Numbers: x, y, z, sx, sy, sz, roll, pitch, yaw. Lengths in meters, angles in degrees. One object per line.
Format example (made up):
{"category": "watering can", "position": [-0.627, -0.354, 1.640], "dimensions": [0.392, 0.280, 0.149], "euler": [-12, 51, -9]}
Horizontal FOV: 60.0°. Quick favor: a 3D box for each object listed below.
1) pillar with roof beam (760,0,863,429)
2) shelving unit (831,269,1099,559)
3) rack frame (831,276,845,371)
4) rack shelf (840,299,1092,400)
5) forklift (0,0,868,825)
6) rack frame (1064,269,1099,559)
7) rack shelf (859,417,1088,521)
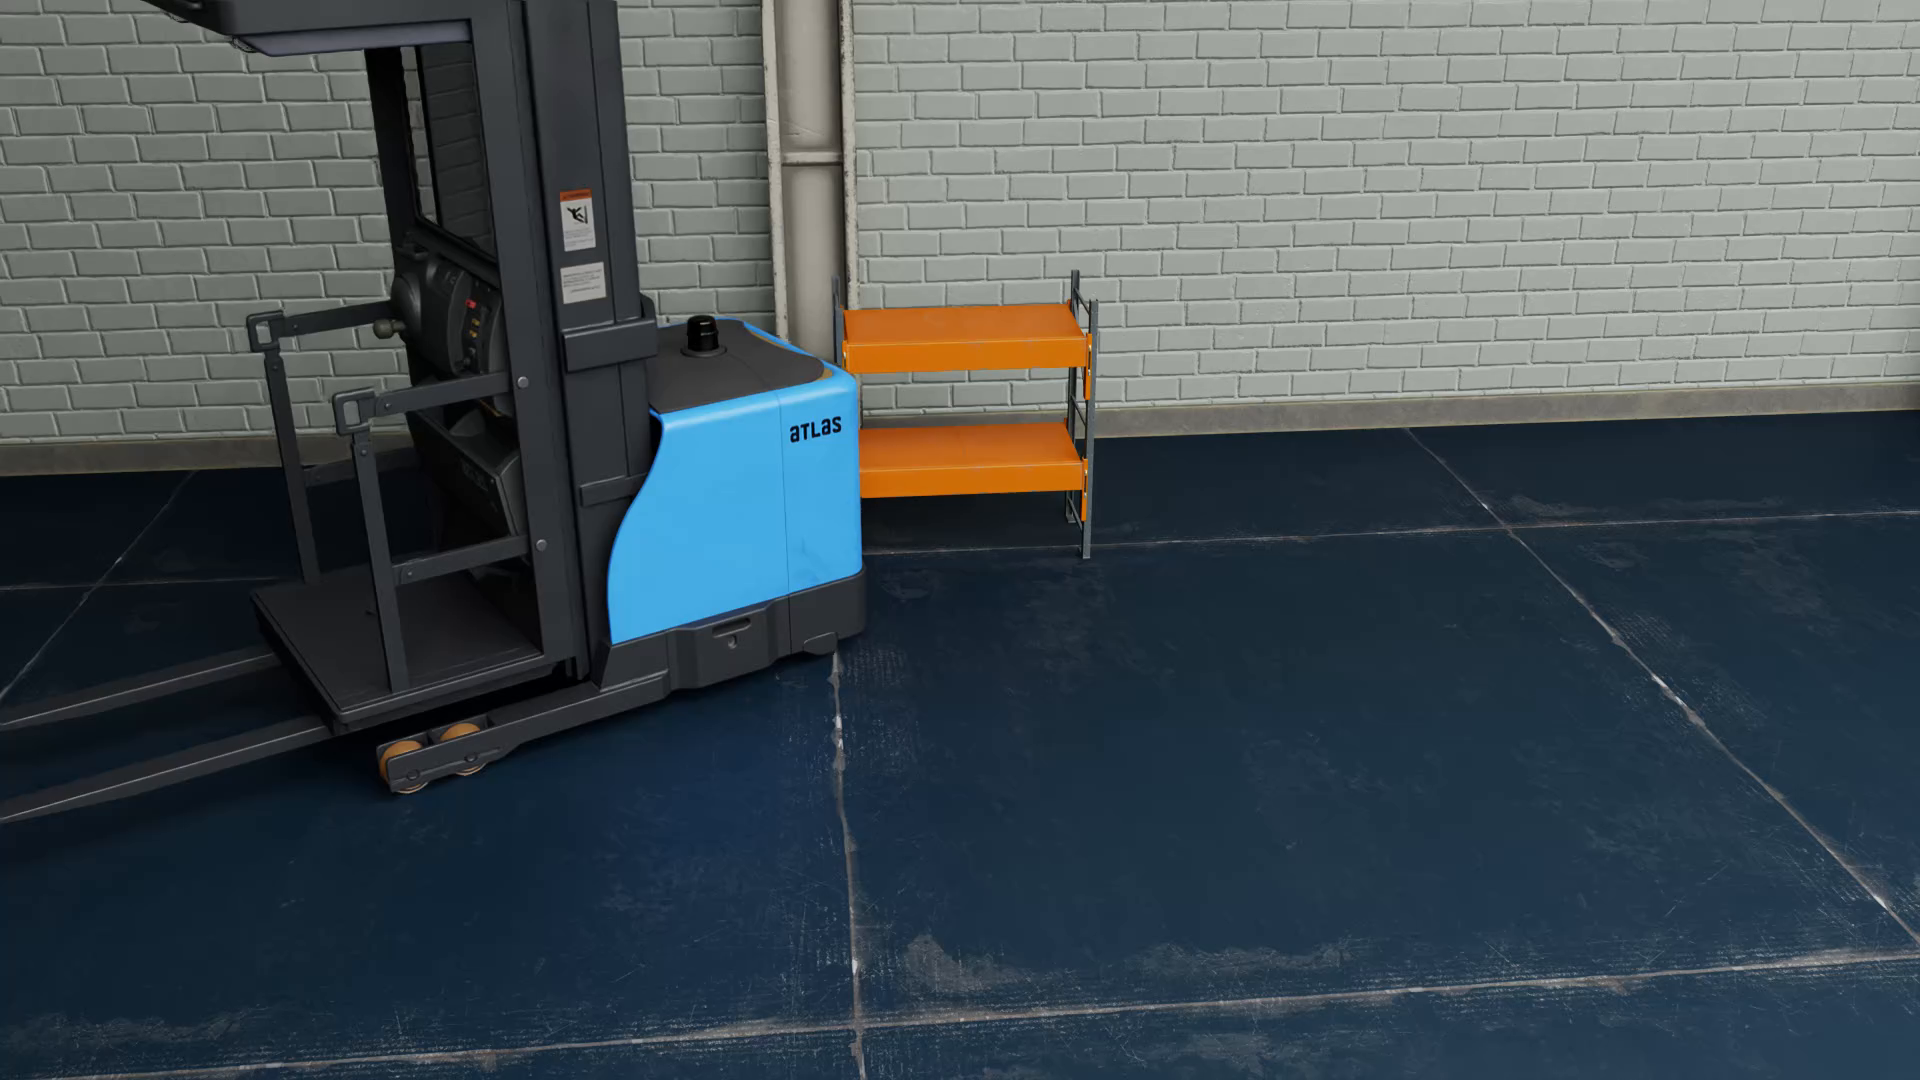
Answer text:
{"category": "pillar with roof beam", "position": [-0.254, -2.784, 2.434], "dimensions": [0.400, 9.000, 9.100], "euler": [-2, 24, -5]}
{"category": "shelving unit", "position": [0.007, -0.514, 7.022], "dimensions": [1.048, 1.125, 0.538], "euler": [-2, 24, -5]}
{"category": "rack frame", "position": [-0.499, -0.494, 6.976], "dimensions": [0.032, 1.125, 0.500], "euler": [-2, 24, -5]}
{"category": "rack shelf", "position": [0.007, -0.782, 6.903], "dimensions": [1.000, 0.278, 0.538], "euler": [-2, 24, -5]}
{"category": "forklift", "position": [-1.852, -0.761, 5.353], "dimensions": [3.031, 2.935, 1.130], "euler": [-16, 29, -32]}
{"category": "rack frame", "position": [0.513, -0.535, 7.068], "dimensions": [0.032, 1.125, 0.500], "euler": [-2, 24, -5]}
{"category": "rack shelf", "position": [0.007, -0.291, 7.121], "dimensions": [1.000, 0.278, 0.538], "euler": [-2, 24, -5]}
